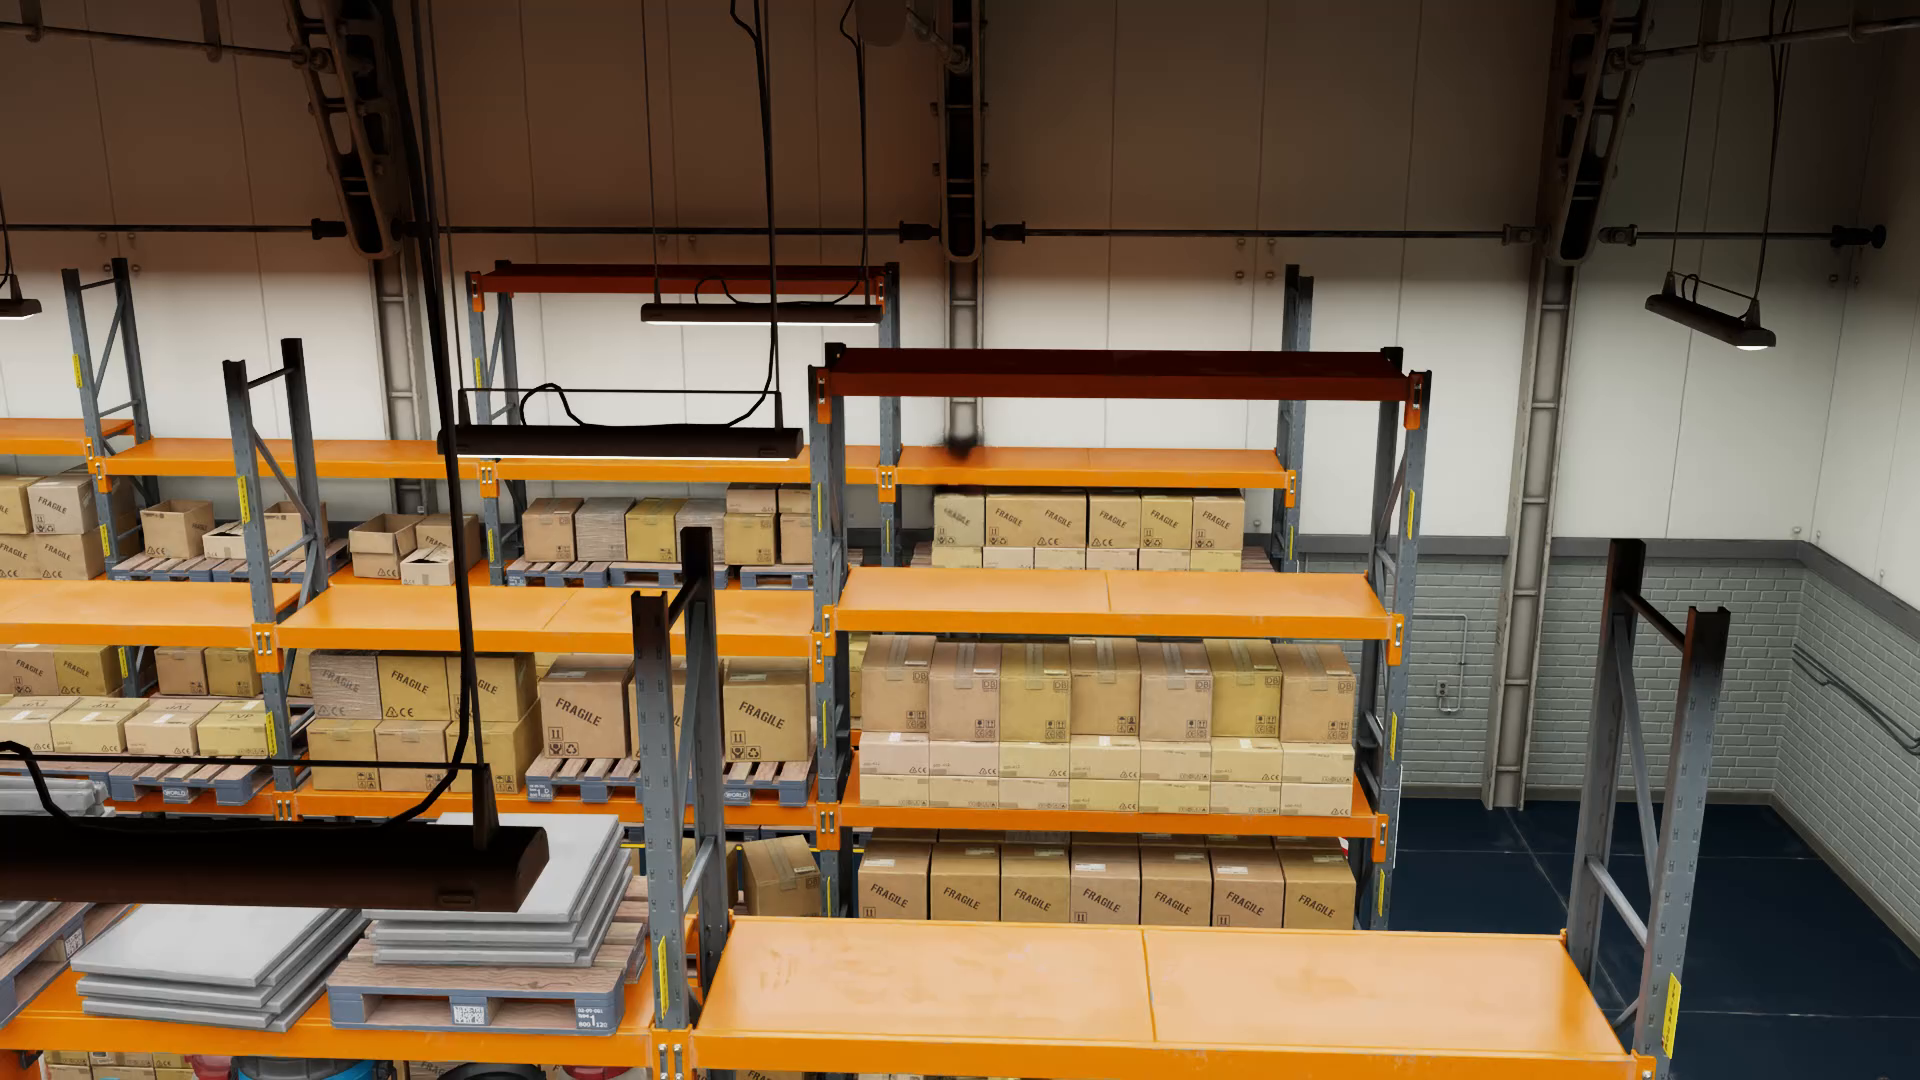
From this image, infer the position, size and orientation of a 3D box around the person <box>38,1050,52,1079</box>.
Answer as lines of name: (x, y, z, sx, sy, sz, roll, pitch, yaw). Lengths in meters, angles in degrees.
person: (-6.552, 4.001, 11.596, 0.669, 1.777, 0.532, 14, 21, 40)
